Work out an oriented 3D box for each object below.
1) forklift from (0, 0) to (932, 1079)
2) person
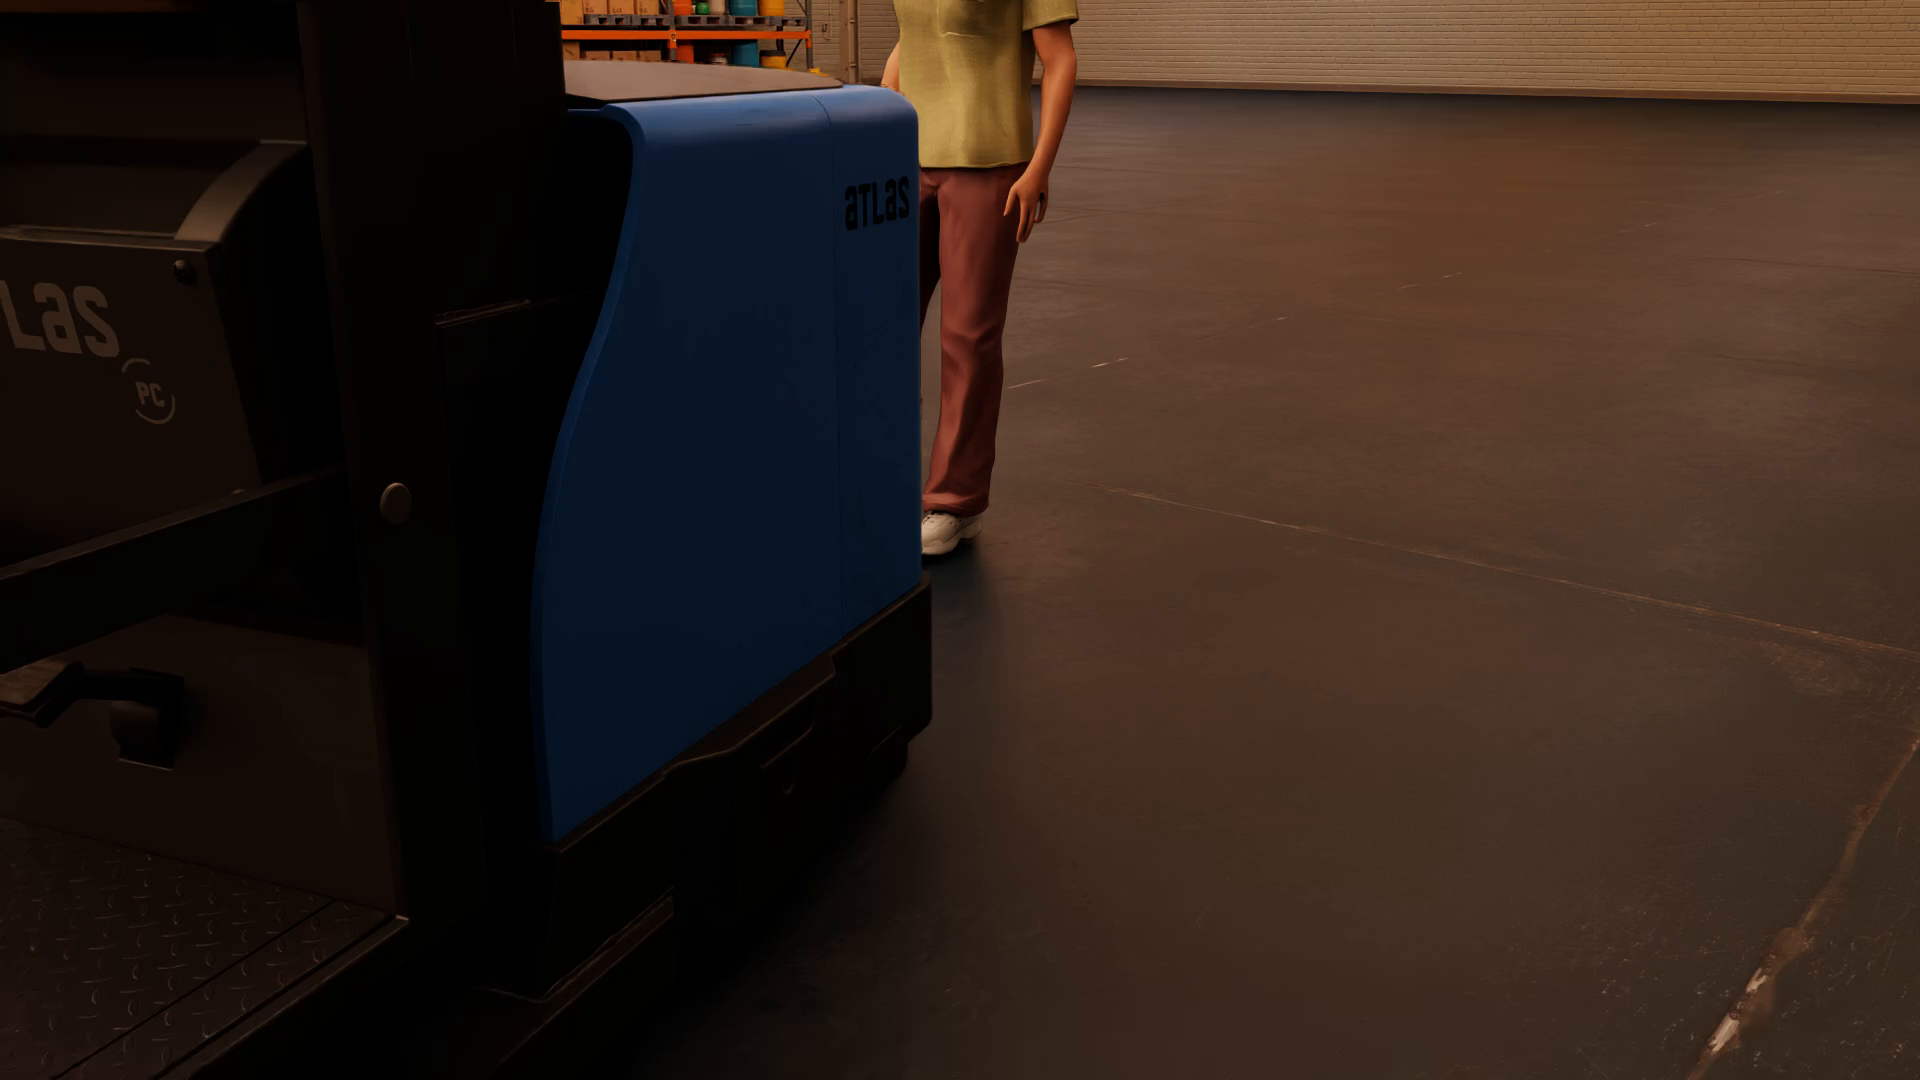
[{"bbox_3d":[-1.085,-0.713,1.246,1.130,2.935,3.031,7,18,22],"label":"forklift"},{"bbox_3d":[-0.056,-0.794,3.648,0.554,1.673,0.548,13,21,37],"label":"person"}]
